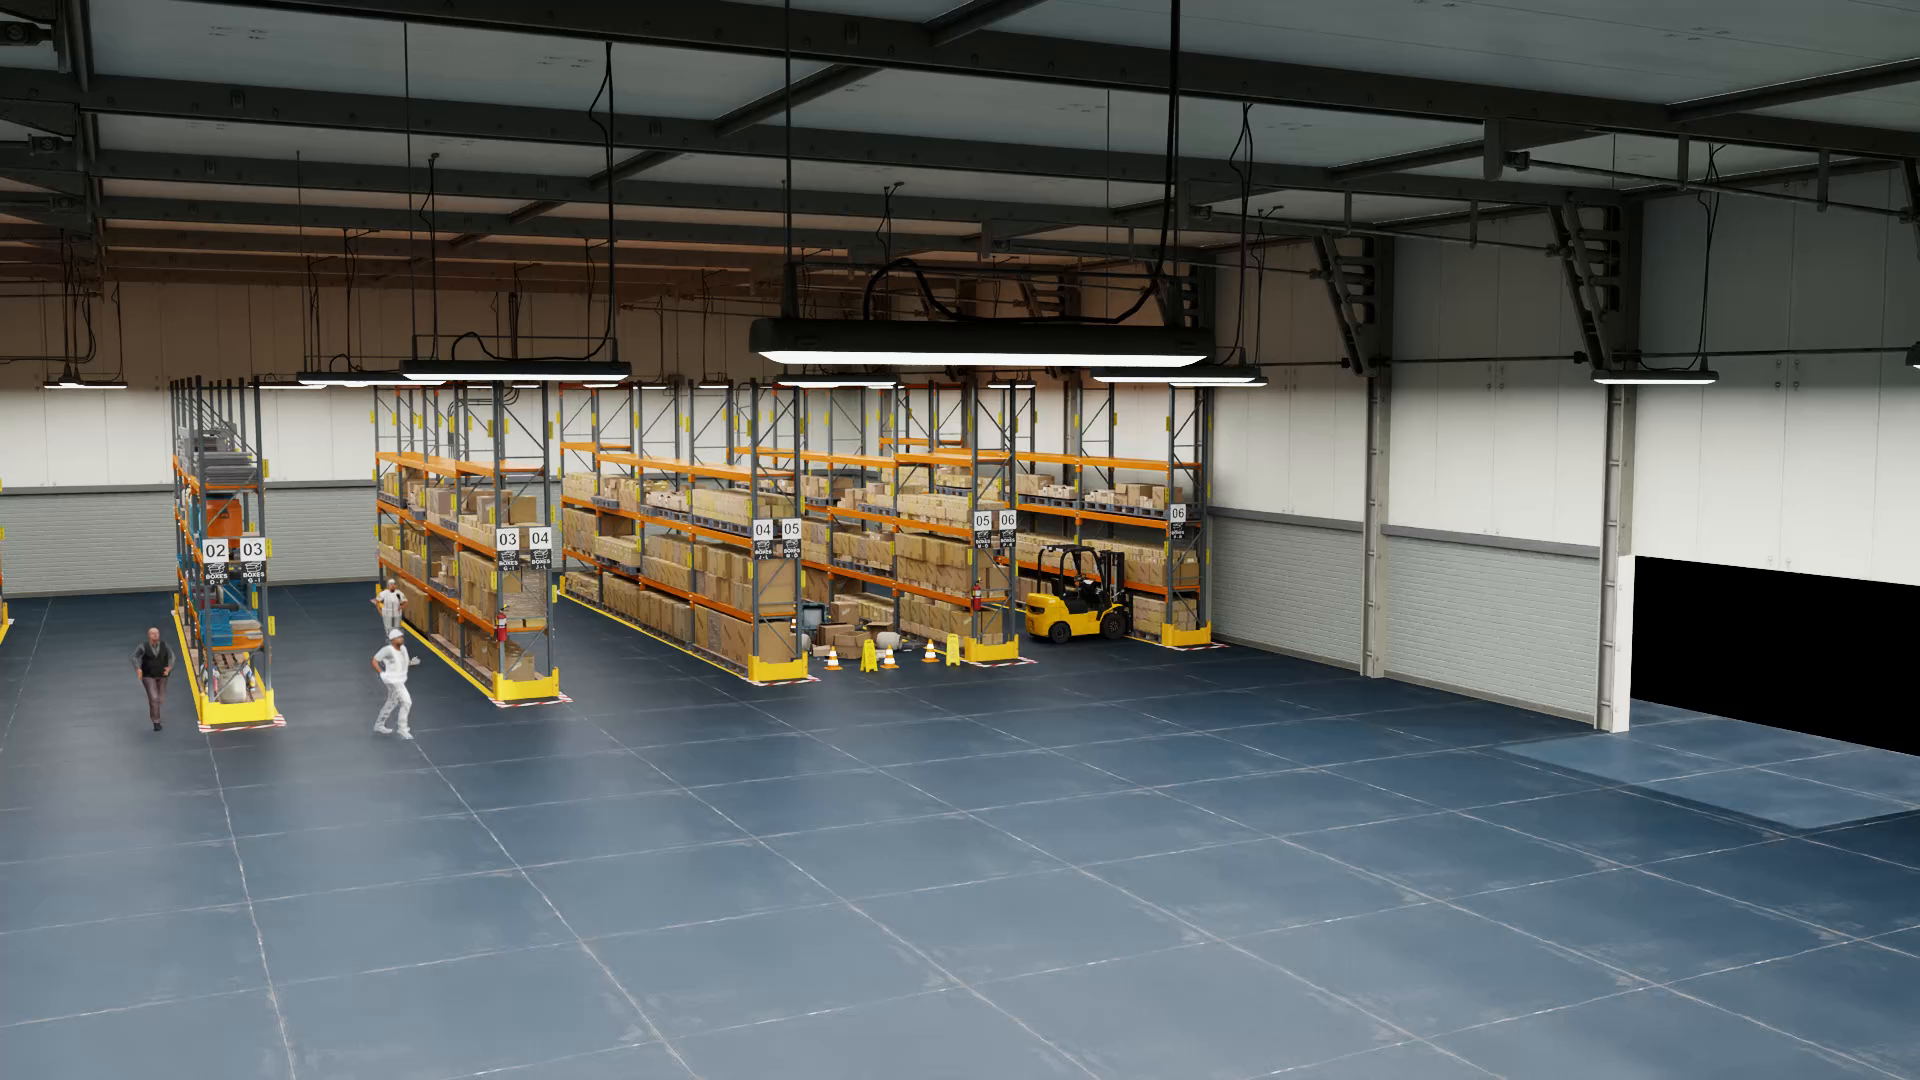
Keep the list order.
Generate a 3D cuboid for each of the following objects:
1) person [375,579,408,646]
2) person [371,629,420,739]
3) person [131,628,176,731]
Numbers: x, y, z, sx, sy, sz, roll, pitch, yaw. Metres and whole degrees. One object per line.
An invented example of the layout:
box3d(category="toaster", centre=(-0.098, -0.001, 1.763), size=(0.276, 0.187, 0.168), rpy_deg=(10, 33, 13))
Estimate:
box3d(category="person", centre=(-12.368, 1.692, 36.259), size=(0.662, 1.686, 0.586), rpy_deg=(-2, 6, -26))
box3d(category="person", centre=(-9.364, 2.395, 27.602), size=(0.786, 1.852, 0.645), rpy_deg=(0, 5, 3))
box3d(category="person", centre=(-13.767, 2.357, 28.430), size=(0.678, 1.728, 0.880), rpy_deg=(-4, 7, -40))
